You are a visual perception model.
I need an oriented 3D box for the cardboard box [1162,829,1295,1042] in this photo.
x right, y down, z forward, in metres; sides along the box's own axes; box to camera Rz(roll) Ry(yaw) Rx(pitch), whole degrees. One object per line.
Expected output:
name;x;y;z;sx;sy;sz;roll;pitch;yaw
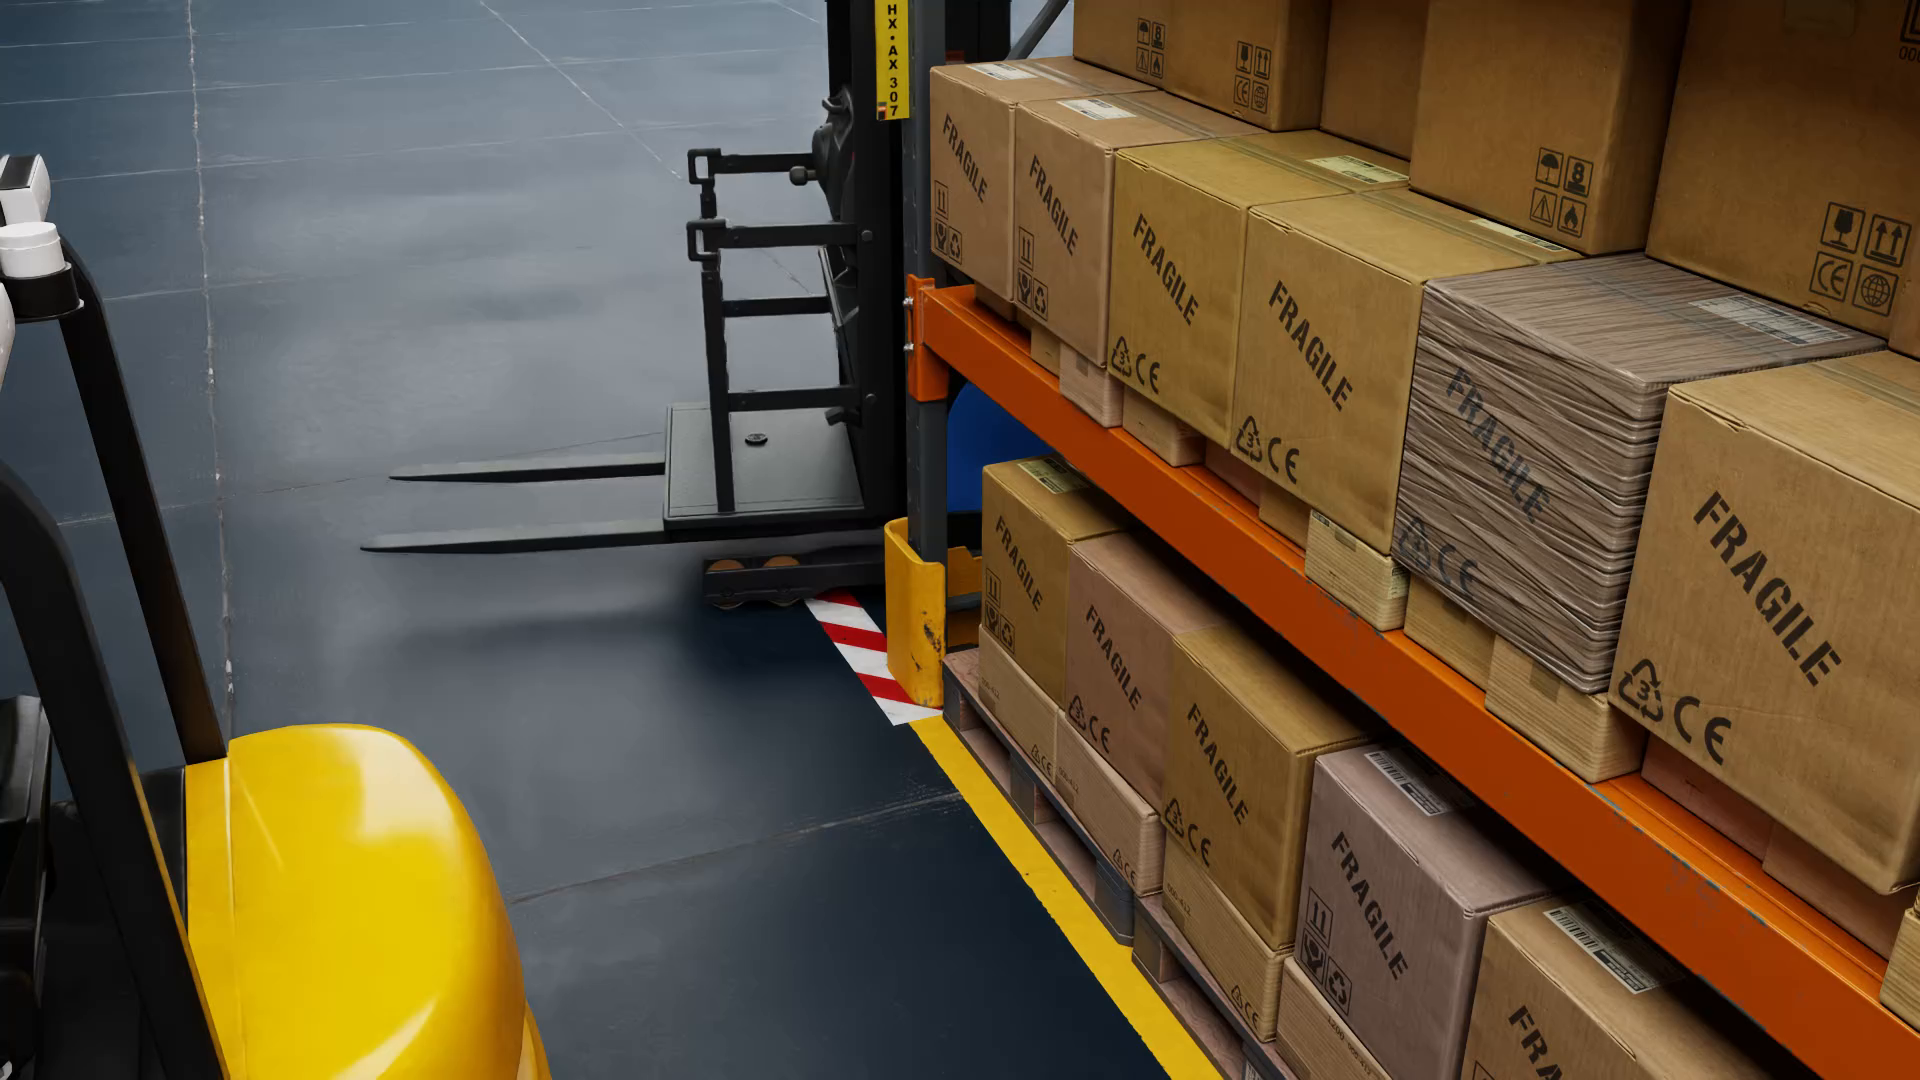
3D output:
cardboard box;0.798;0.829;3.788;0.500;0.250;0.500;-9;27;-17

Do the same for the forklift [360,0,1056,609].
forklift;-0.600;-1.326;5.625;3.031;2.935;1.130;-4;26;-7

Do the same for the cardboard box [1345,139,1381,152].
cardboard box;1.169;-0.618;3.643;0.500;0.500;0.500;-11;28;-21

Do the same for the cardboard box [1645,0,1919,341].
cardboard box;1.560;-0.662;2.594;0.700;0.500;0.500;-11;28;-22

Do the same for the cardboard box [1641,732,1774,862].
cardboard box;1.259;0.313;2.477;0.380;0.149;0.250;-11;28;-21

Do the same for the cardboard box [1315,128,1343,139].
cardboard box;0.976;-0.820;4.058;0.500;0.500;0.500;-11;28;-20

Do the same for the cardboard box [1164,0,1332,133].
cardboard box;0.910;-1.270;3.840;0.700;0.500;0.500;-10;28;-20

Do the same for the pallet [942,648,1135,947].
pallet;0.634;0.601;4.778;1.003;0.211;1.213;-11;28;-21

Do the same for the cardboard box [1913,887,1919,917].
cardboard box;1.482;0.283;1.798;0.500;0.500;0.500;-11;28;-22

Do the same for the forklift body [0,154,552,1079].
forklift body;-1.826;0.672;2.423;2.313;2.155;1.214;-11;28;-21

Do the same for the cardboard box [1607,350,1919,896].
cardboard box;1.274;0.077;2.221;0.500;0.500;0.500;-10;28;-19

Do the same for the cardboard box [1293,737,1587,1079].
cardboard box;1.004;0.705;3.188;0.500;0.500;0.500;-9;27;-18

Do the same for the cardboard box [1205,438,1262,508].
cardboard box;0.750;-0.205;3.537;0.380;0.149;0.250;-10;28;-19

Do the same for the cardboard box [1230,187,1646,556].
cardboard box;0.862;-0.338;3.071;0.500;0.500;0.500;-11;28;-22

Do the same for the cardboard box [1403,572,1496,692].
cardboard box;1.005;0.116;2.880;0.380;0.149;0.250;-11;28;-22

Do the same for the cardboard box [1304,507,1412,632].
cardboard box;0.871;0.018;3.080;0.380;0.149;0.250;-10;28;-20

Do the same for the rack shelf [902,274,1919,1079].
rack shelf;1.101;0.114;3.417;1.077;0.370;4.000;-11;28;-21

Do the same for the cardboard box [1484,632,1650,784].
cardboard box;1.077;0.224;2.658;0.380;0.149;0.250;-11;28;-21

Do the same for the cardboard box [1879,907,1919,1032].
cardboard box;1.374;0.534;2.023;0.380;0.149;0.250;-10;28;-19

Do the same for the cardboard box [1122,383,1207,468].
cardboard box;0.591;-0.301;3.734;0.380;0.149;0.250;-10;28;-19

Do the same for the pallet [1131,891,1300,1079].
pallet;1.107;1.093;3.770;1.003;0.211;1.213;-11;28;-21

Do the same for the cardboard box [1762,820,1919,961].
cardboard box;1.344;0.416;2.266;0.380;0.149;0.250;-10;28;-20

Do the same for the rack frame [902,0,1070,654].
rack frame;0.318;-1.016;4.913;1.000;3.000;0.127;-11;28;-21

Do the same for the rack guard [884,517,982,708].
rack guard;0.348;0.138;5.398;1.175;0.500;0.348;-11;28;-21

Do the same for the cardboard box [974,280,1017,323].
cardboard box;0.261;-0.731;4.614;0.380;0.149;0.250;-10;28;-20

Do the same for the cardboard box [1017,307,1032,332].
cardboard box;0.373;-0.631;4.410;0.380;0.149;0.250;-10;28;-20

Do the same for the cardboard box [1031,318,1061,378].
cardboard box;0.402;-0.510;4.162;0.380;0.149;0.250;-12;28;-22

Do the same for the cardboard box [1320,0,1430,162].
cardboard box;1.205;-1.082;3.454;0.700;0.500;0.500;-11;28;-21

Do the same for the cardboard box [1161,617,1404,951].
cardboard box;0.787;0.490;3.627;0.500;0.500;0.500;-10;28;-20

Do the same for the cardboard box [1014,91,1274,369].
cardboard box;0.454;-0.747;3.909;0.500;0.500;0.500;-10;28;-19

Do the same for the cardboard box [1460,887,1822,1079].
cardboard box;1.205;0.911;2.767;0.500;0.500;0.500;-10;28;-20

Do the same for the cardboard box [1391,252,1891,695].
cardboard box;1.067;-0.132;2.649;0.500;0.500;0.500;-10;28;-19

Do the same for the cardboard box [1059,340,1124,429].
cardboard box;0.459;-0.400;3.937;0.380;0.149;0.250;-10;28;-20

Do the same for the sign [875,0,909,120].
sign;-0.181;-1.312;4.532;0.100;0.325;0.005;-11;28;-21

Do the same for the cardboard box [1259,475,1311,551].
cardboard box;0.826;-0.093;3.309;0.380;0.149;0.250;-11;28;-22

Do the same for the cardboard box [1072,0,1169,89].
cardboard box;0.719;-1.476;4.261;0.700;0.500;0.500;-11;28;-22

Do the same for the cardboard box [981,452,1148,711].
cardboard box;0.389;0.076;4.476;0.500;0.500;0.500;-12;28;-22

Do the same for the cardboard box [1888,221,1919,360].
cardboard box;1.732;-0.454;2.169;0.700;0.500;0.500;-10;28;-20

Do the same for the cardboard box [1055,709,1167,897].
cardboard box;0.573;0.611;4.235;0.500;0.250;0.500;-10;28;-19

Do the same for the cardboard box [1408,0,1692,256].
cardboard box;1.272;-0.856;2.993;0.700;0.500;0.500;-11;28;-21

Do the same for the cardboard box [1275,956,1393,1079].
cardboard box;0.993;1.034;3.370;0.500;0.250;0.500;-10;28;-20

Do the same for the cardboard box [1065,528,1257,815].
cardboard box;0.598;0.287;4.045;0.500;0.500;0.500;-12;28;-23

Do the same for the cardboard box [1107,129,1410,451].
cardboard box;0.655;-0.542;3.488;0.500;0.500;0.500;-11;28;-22

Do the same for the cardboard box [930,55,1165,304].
cardboard box;0.248;-0.956;4.336;0.500;0.500;0.500;-11;28;-21

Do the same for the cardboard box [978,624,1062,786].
cardboard box;0.380;0.404;4.660;0.500;0.250;0.500;-11;28;-21
